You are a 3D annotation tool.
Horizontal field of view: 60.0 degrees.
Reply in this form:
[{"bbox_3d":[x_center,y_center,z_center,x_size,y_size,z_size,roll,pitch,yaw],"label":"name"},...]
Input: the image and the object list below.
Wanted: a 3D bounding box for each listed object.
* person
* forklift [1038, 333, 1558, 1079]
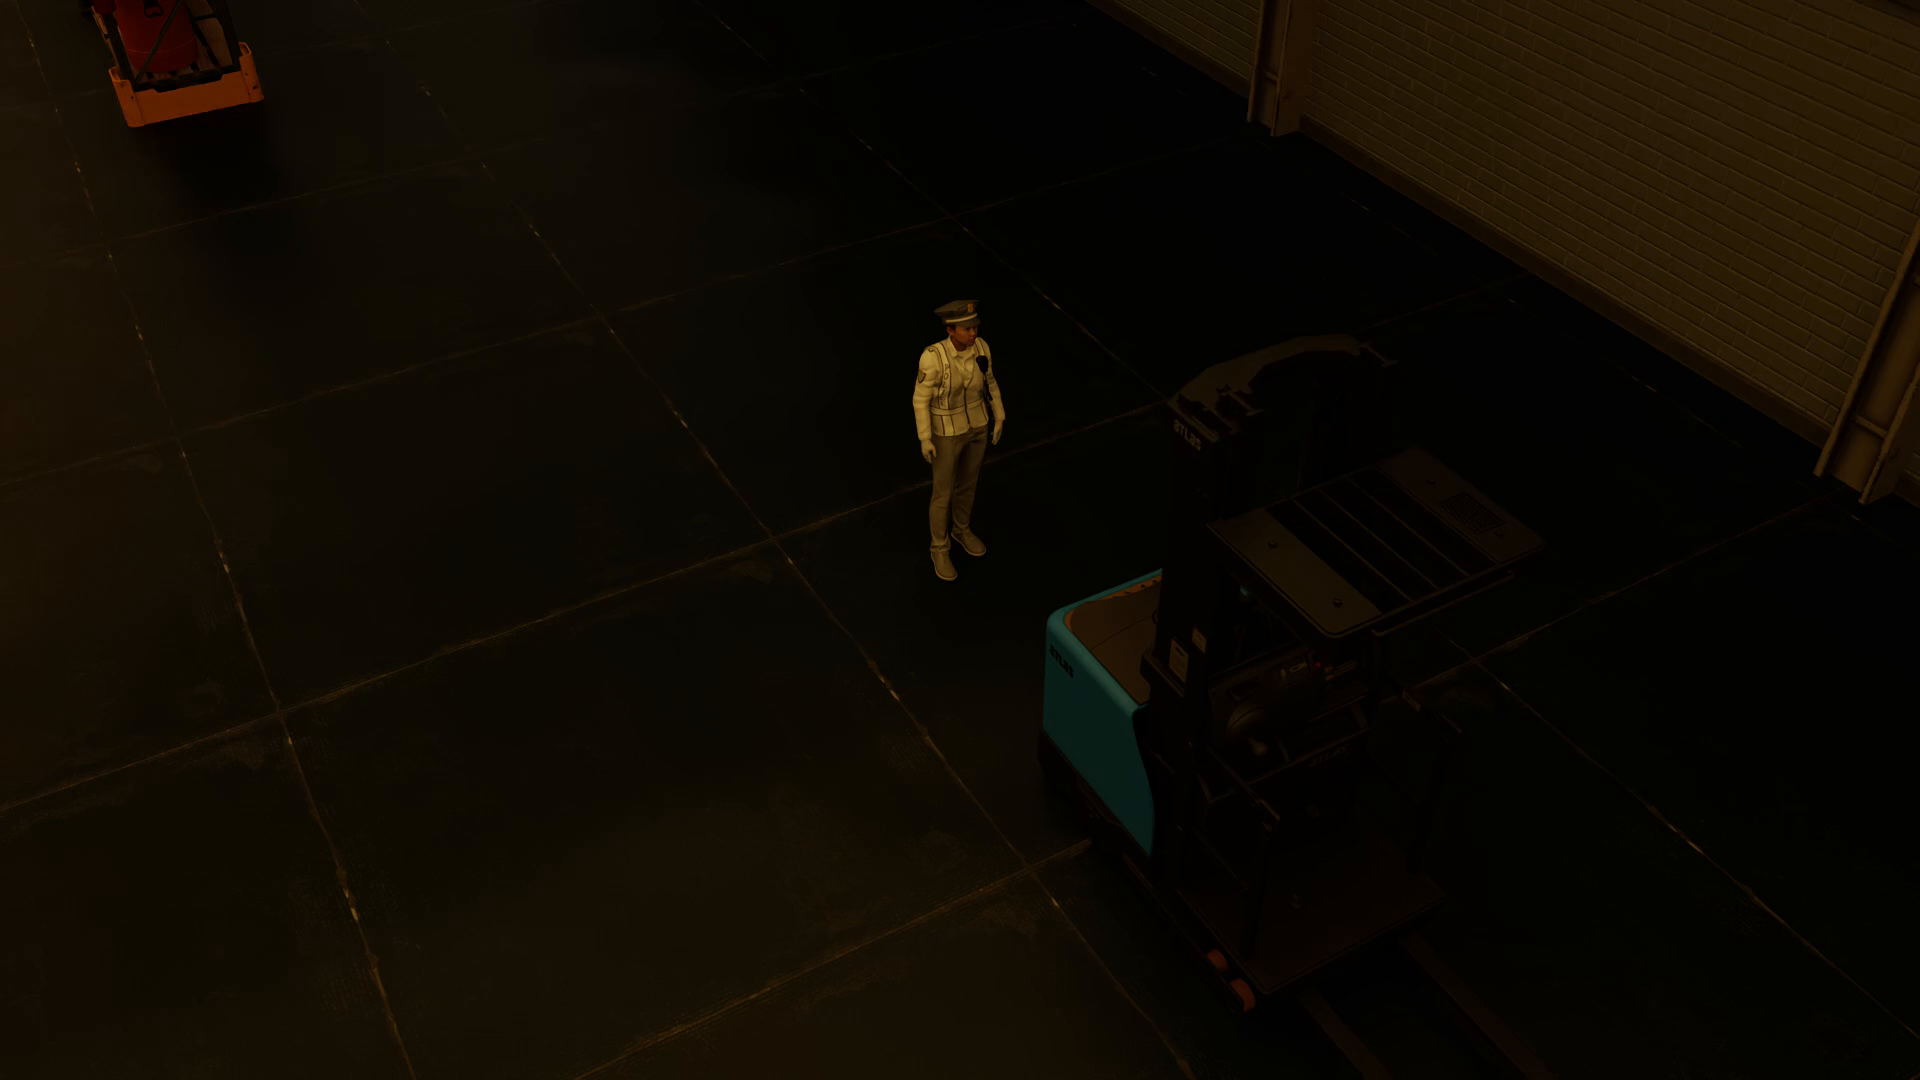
[{"bbox_3d":[0.028,-0.619,9.739,0.587,1.696,0.534,-20,44,-23],"label":"person"},{"bbox_3d":[1.582,0.724,7.163,1.130,2.935,3.031,-20,44,-23],"label":"forklift"}]
